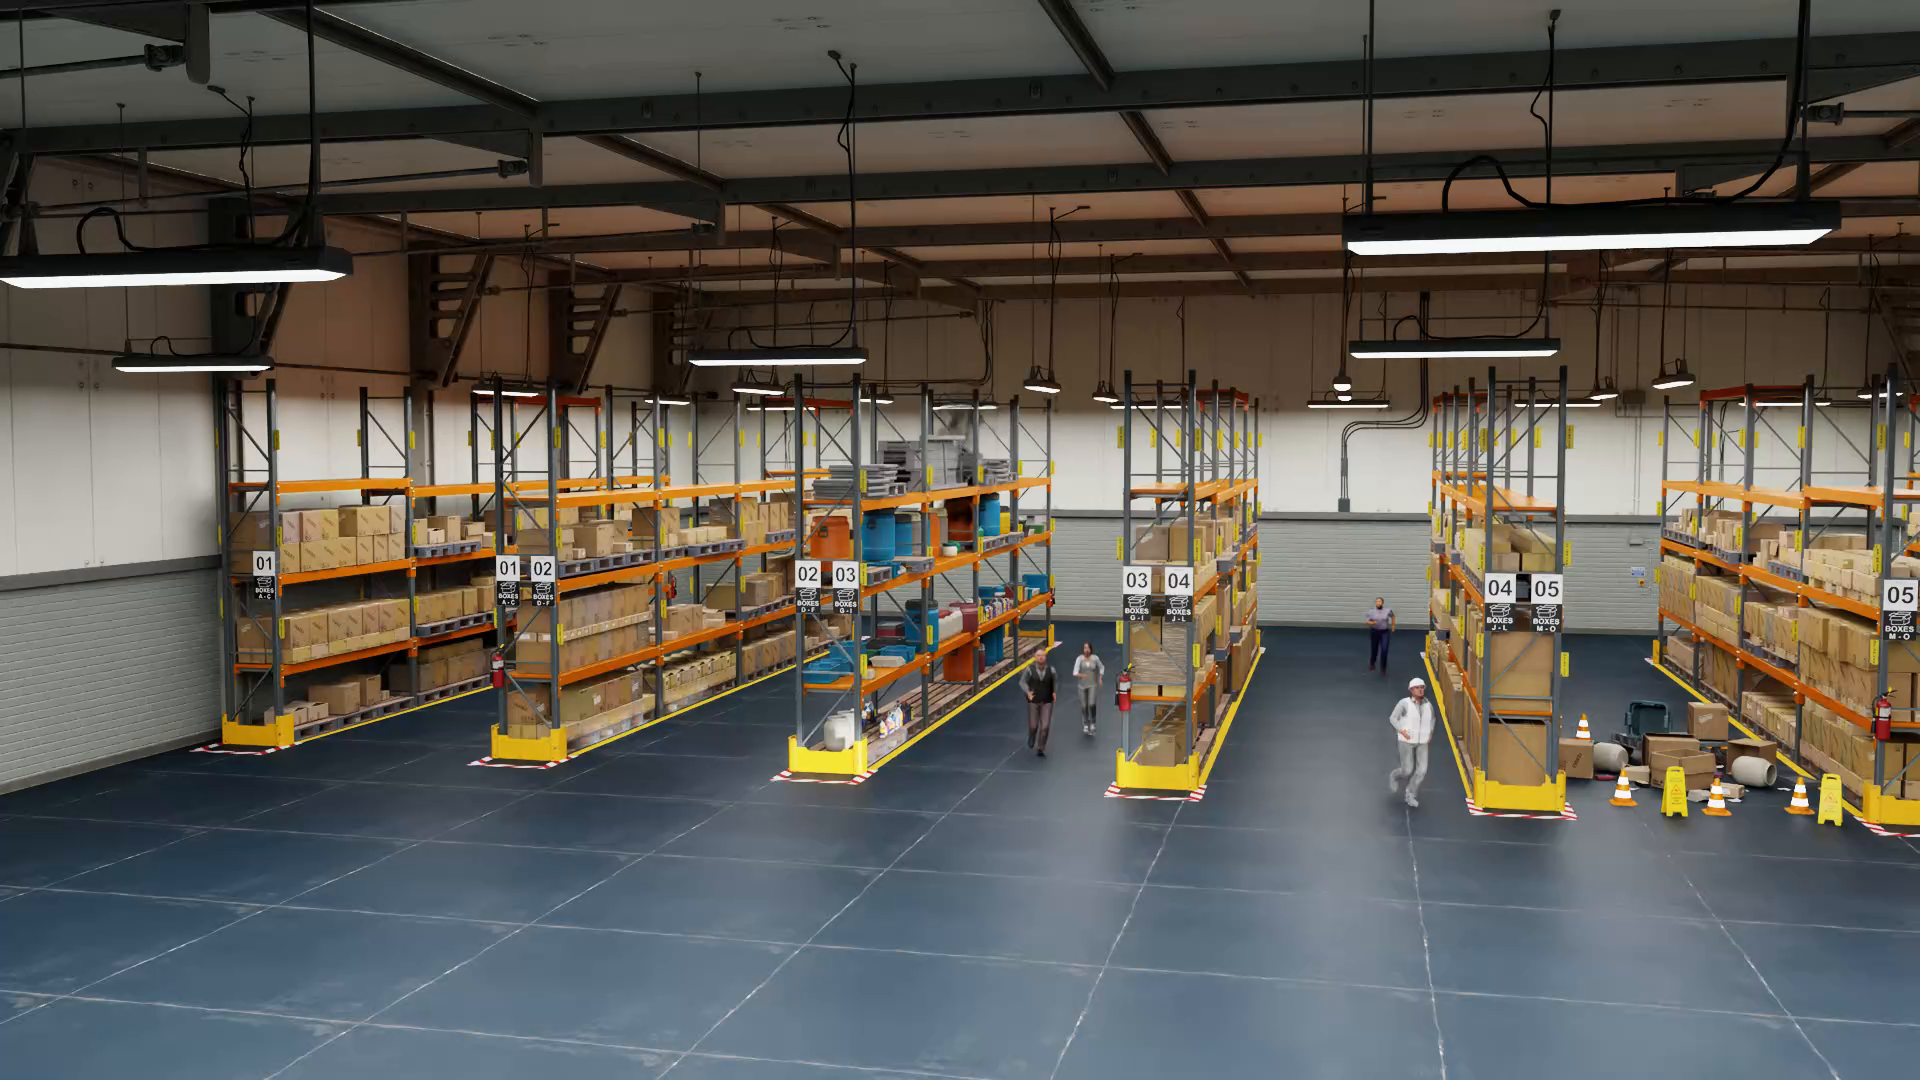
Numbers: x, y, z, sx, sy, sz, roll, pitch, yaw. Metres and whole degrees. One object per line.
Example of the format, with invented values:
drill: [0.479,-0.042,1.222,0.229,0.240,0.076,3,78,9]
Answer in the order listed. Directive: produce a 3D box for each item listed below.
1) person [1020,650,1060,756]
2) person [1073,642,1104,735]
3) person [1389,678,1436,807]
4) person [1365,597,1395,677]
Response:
person: [1.275,2.576,26.418,0.653,1.677,0.584,0,3,-5]
person: [2.171,2.510,28.149,0.510,1.578,0.644,1,3,9]
person: [6.270,2.768,22.996,0.681,1.742,0.648,0,3,-8]
person: [8.987,2.054,35.577,0.613,1.691,0.895,1,4,15]
